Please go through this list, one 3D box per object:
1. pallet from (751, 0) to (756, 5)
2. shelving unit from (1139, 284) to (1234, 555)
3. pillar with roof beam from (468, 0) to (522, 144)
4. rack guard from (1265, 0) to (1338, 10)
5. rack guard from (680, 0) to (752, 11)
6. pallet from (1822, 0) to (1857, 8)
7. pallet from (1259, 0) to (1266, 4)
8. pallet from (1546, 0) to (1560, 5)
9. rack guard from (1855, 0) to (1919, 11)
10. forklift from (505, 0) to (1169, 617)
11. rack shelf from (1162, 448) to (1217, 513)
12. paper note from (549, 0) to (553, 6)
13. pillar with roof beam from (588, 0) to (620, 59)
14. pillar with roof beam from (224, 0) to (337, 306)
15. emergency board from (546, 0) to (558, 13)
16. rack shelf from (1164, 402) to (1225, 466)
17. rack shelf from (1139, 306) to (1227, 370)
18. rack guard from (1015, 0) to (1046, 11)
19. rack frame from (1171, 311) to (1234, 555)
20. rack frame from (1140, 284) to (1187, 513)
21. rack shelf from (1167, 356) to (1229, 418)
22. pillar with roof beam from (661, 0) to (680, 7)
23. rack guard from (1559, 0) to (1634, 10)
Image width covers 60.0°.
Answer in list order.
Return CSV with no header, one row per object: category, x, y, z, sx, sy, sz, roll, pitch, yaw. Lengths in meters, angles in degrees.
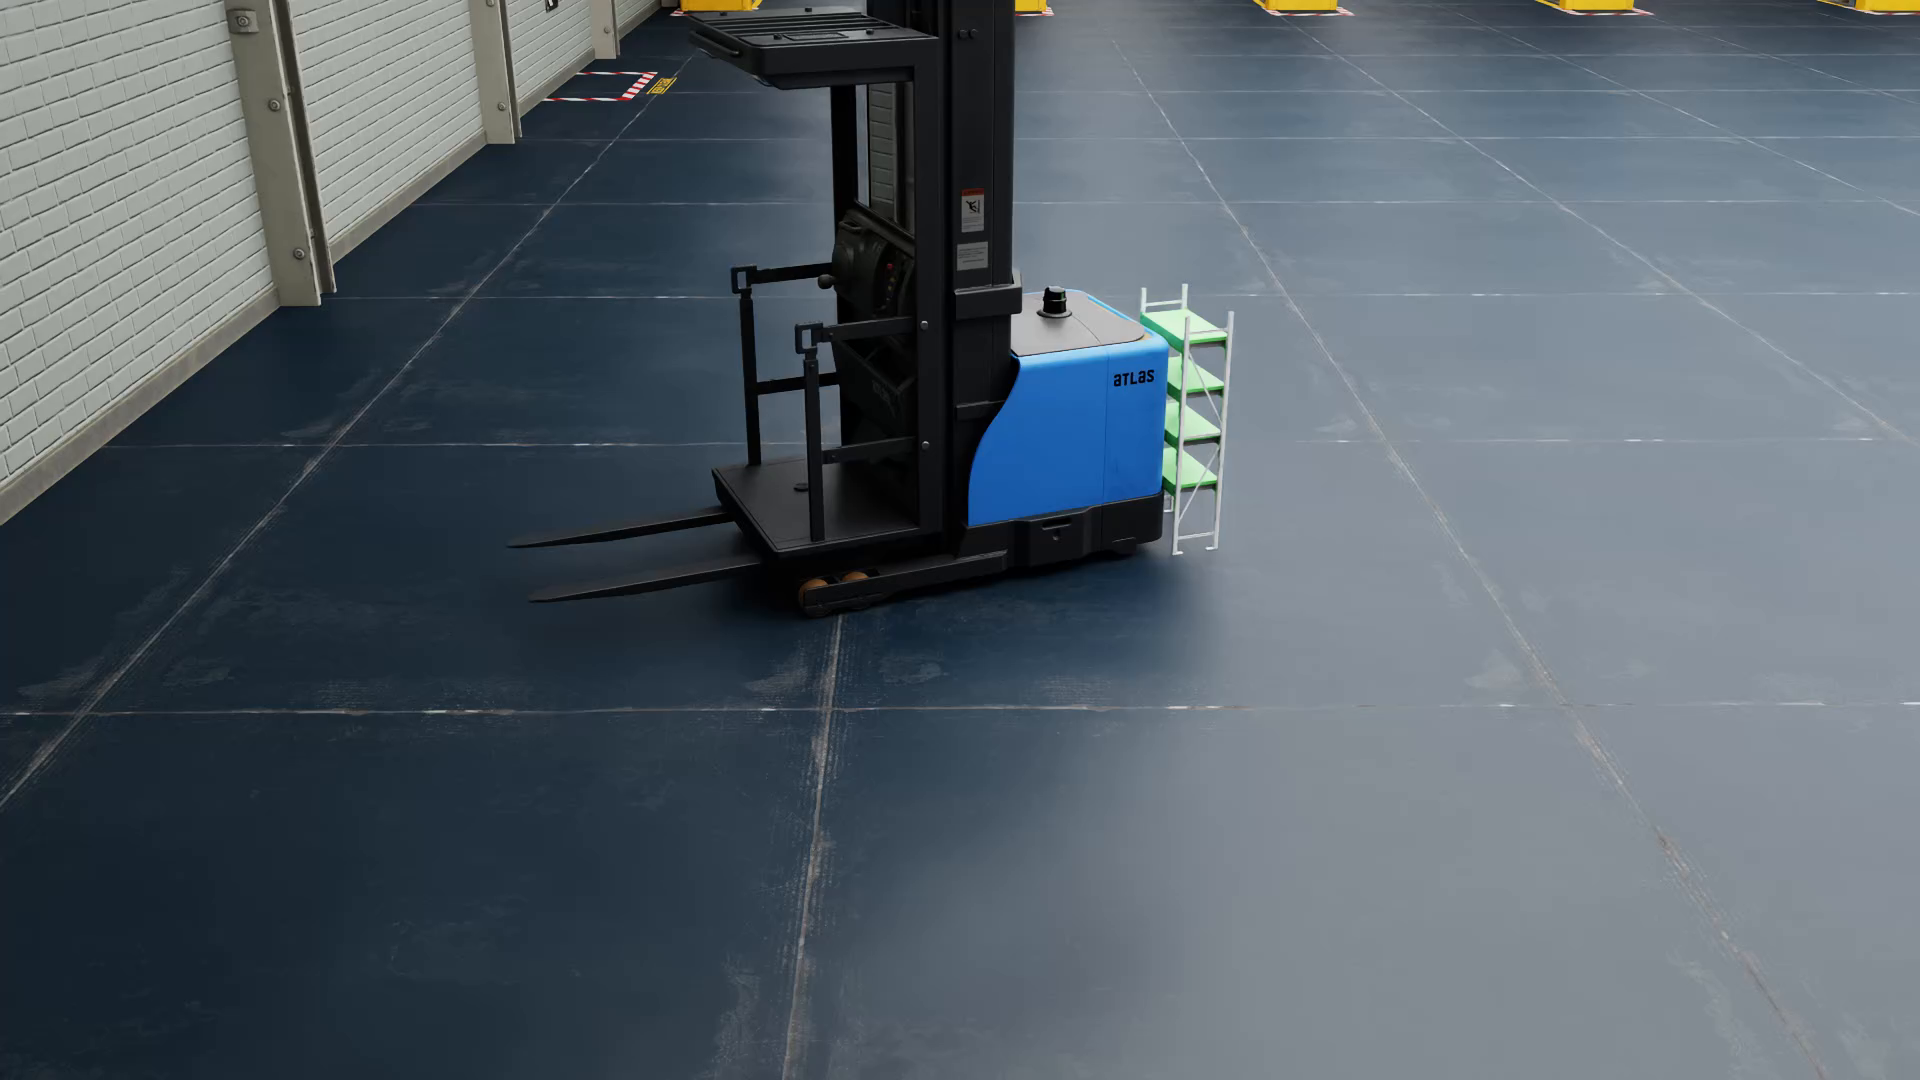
pallet,-4.075,-9.363,28.697,1.003,0.211,1.213,0,24,-1
shelving unit,1.068,-0.586,8.090,0.258,1.200,0.503,-8,26,-17
pillar with roof beam,-0.538,-8.360,15.815,9.100,9.000,0.400,0,24,-1
rack guard,5.758,-9.204,27.995,1.175,0.500,0.348,0,24,-1
rack guard,-4.102,-9.160,27.897,1.175,0.500,0.348,0,24,-1
pallet,15.632,-9.374,28.720,1.003,0.211,1.213,0,24,-1
pallet,5.754,-9.408,28.795,1.003,0.211,1.213,0,24,-1
pallet,10.784,-9.430,28.845,1.003,0.211,1.213,0,24,-1
rack guard,15.719,-9.166,27.911,1.175,0.500,0.348,0,24,-1
forklift,-0.578,-1.236,7.427,3.031,2.935,1.130,-10,26,-21
rack shelf,1.068,-0.309,8.215,0.258,0.148,0.480,-8,26,-17
paper note,-4.986,-6.587,20.243,0.016,0.148,0.142,0,24,-1
pillar with roof beam,-0.603,-10.833,21.282,9.100,9.000,0.400,0,24,-1
pillar with roof beam,-0.472,-5.888,10.349,9.100,9.000,0.400,0,24,-1
emergency board,-4.919,-7.061,20.223,0.194,1.169,0.643,0,24,-1
rack shelf,1.068,-0.528,8.116,0.258,0.148,0.480,-8,26,-17
rack shelf,1.068,-0.965,7.918,0.258,0.148,0.480,-8,26,-17
rack guard,0.853,-9.143,27.858,1.175,0.500,0.348,0,24,-1
rack frame,1.146,-0.491,7.879,0.240,1.200,0.015,-8,26,-17
rack frame,0.990,-0.681,8.300,0.240,1.200,0.015,-8,26,-17
rack shelf,1.068,-0.746,8.017,0.258,0.148,0.480,-8,26,-17
pillar with roof beam,-0.669,-13.305,26.748,9.100,9.000,0.400,0,24,-1
rack guard,10.757,-9.227,28.044,1.175,0.500,0.348,0,24,-1
